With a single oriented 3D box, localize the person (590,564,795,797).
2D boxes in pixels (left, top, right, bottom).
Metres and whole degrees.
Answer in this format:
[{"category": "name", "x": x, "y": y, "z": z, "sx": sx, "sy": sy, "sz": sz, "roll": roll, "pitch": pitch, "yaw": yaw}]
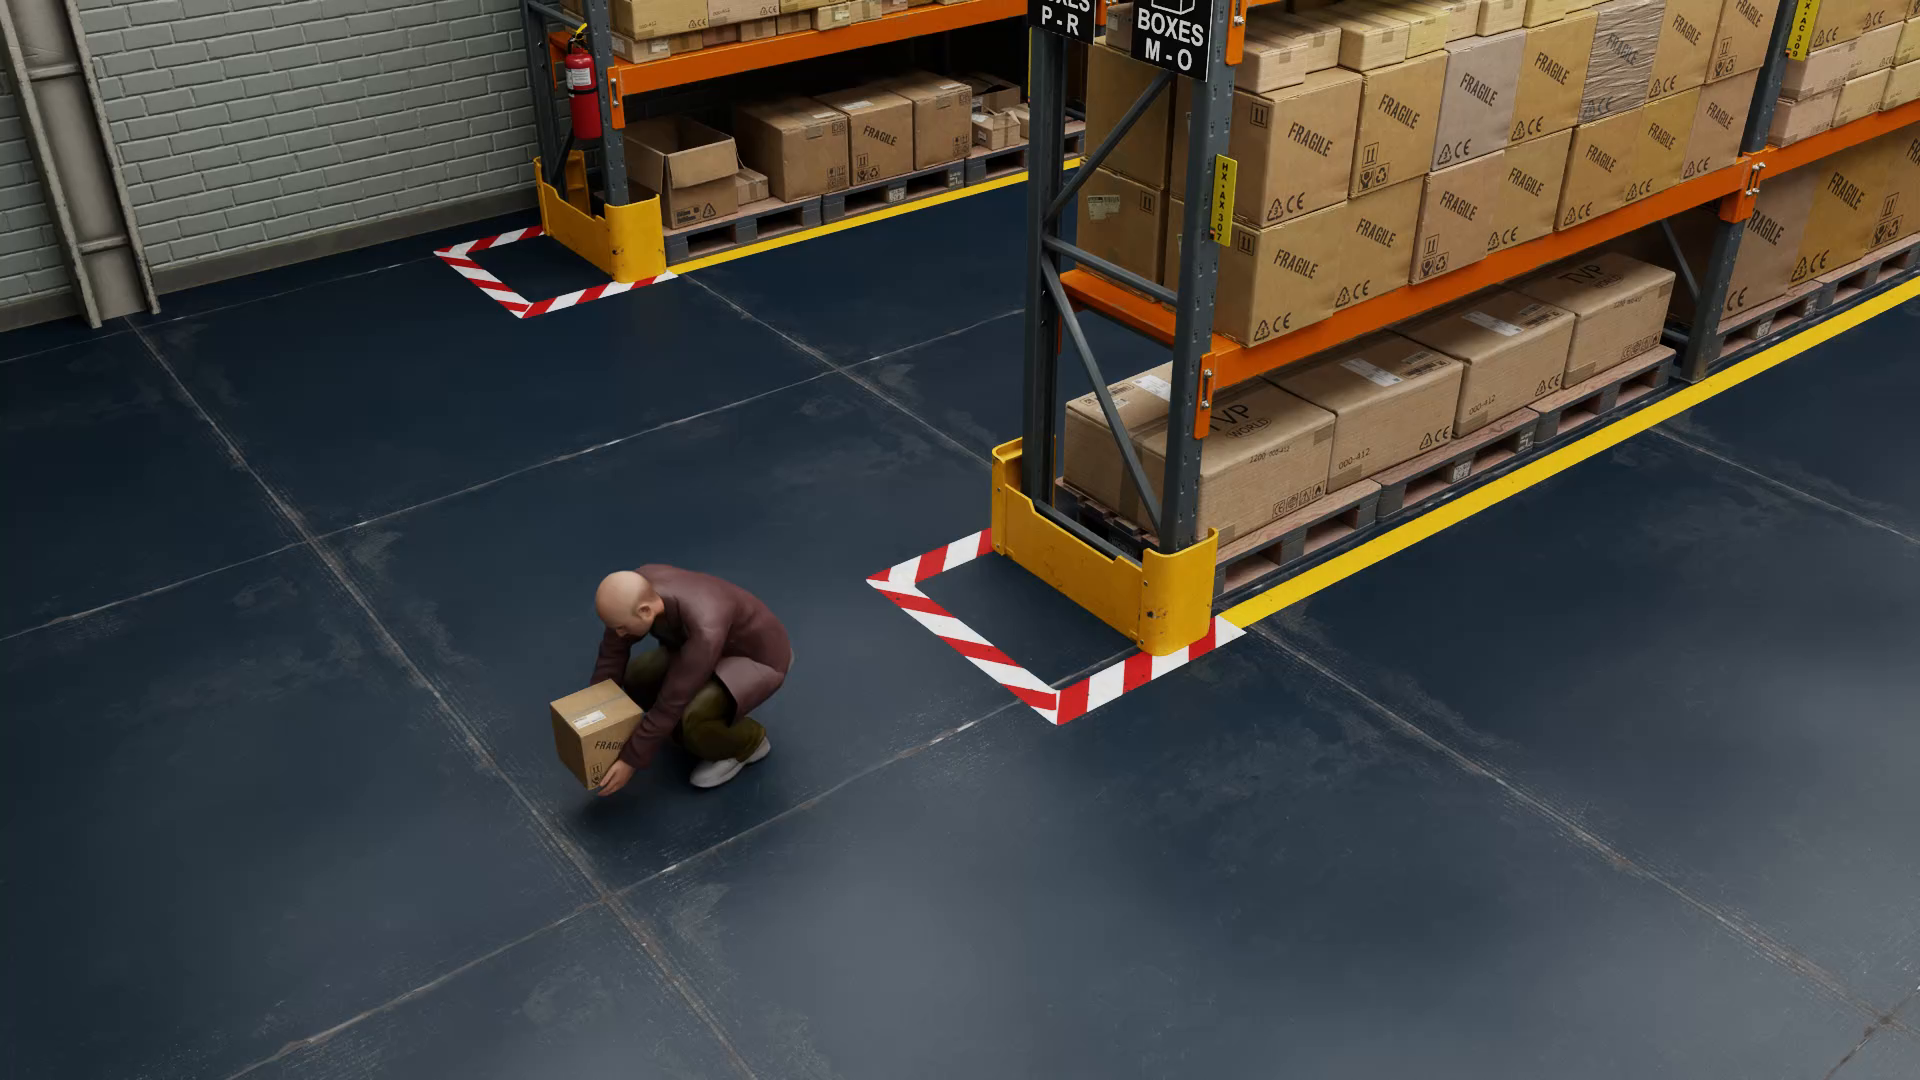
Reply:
[{"category": "person", "x": -1.034, "y": 0.449, "z": 6.172, "sx": 0.904, "sy": 0.997, "sz": 0.601, "roll": -22, "pitch": 38, "yaw": -31}]
